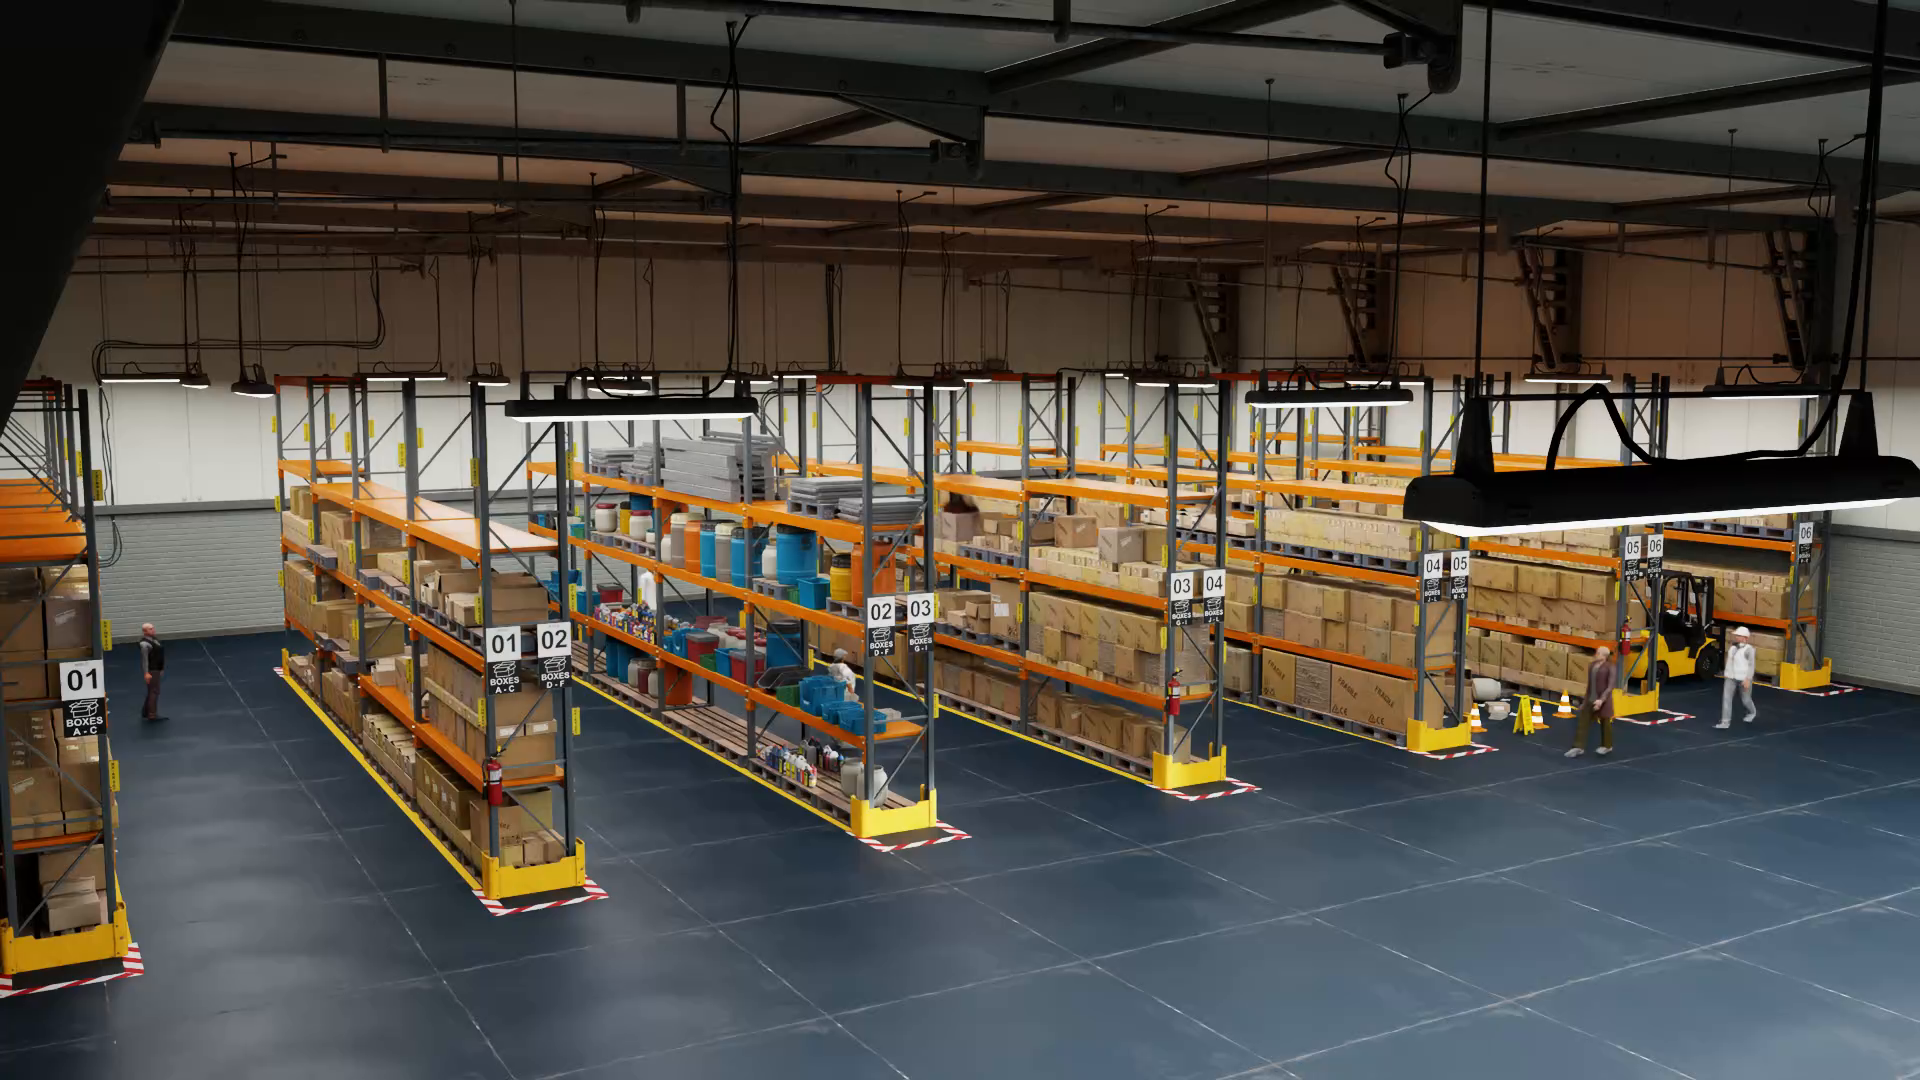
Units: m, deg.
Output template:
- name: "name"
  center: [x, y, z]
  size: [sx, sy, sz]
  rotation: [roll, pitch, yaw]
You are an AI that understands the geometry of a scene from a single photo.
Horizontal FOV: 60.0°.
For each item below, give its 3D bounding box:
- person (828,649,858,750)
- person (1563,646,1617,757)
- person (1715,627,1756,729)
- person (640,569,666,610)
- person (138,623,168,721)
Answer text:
- name: "person"
  center: [-1.901, 2.581, 26.955]
  size: [0.438, 1.688, 0.537]
  rotation: [-3, 7, -24]
- name: "person"
  center: [10.092, 2.559, 26.383]
  size: [0.923, 1.753, 0.573]
  rotation: [-6, 8, -41]
- name: "person"
  center: [13.356, 2.358, 28.473]
  size: [0.508, 1.746, 0.968]
  rotation: [6, 8, 42]
- name: "person"
  center: [-6.838, 1.358, 37.433]
  size: [0.669, 1.773, 0.606]
  rotation: [1, 6, 13]
- name: "person"
  center: [-14.078, 2.307, 28.985]
  size: [0.411, 1.751, 0.556]
  rotation: [-3, 7, -26]
